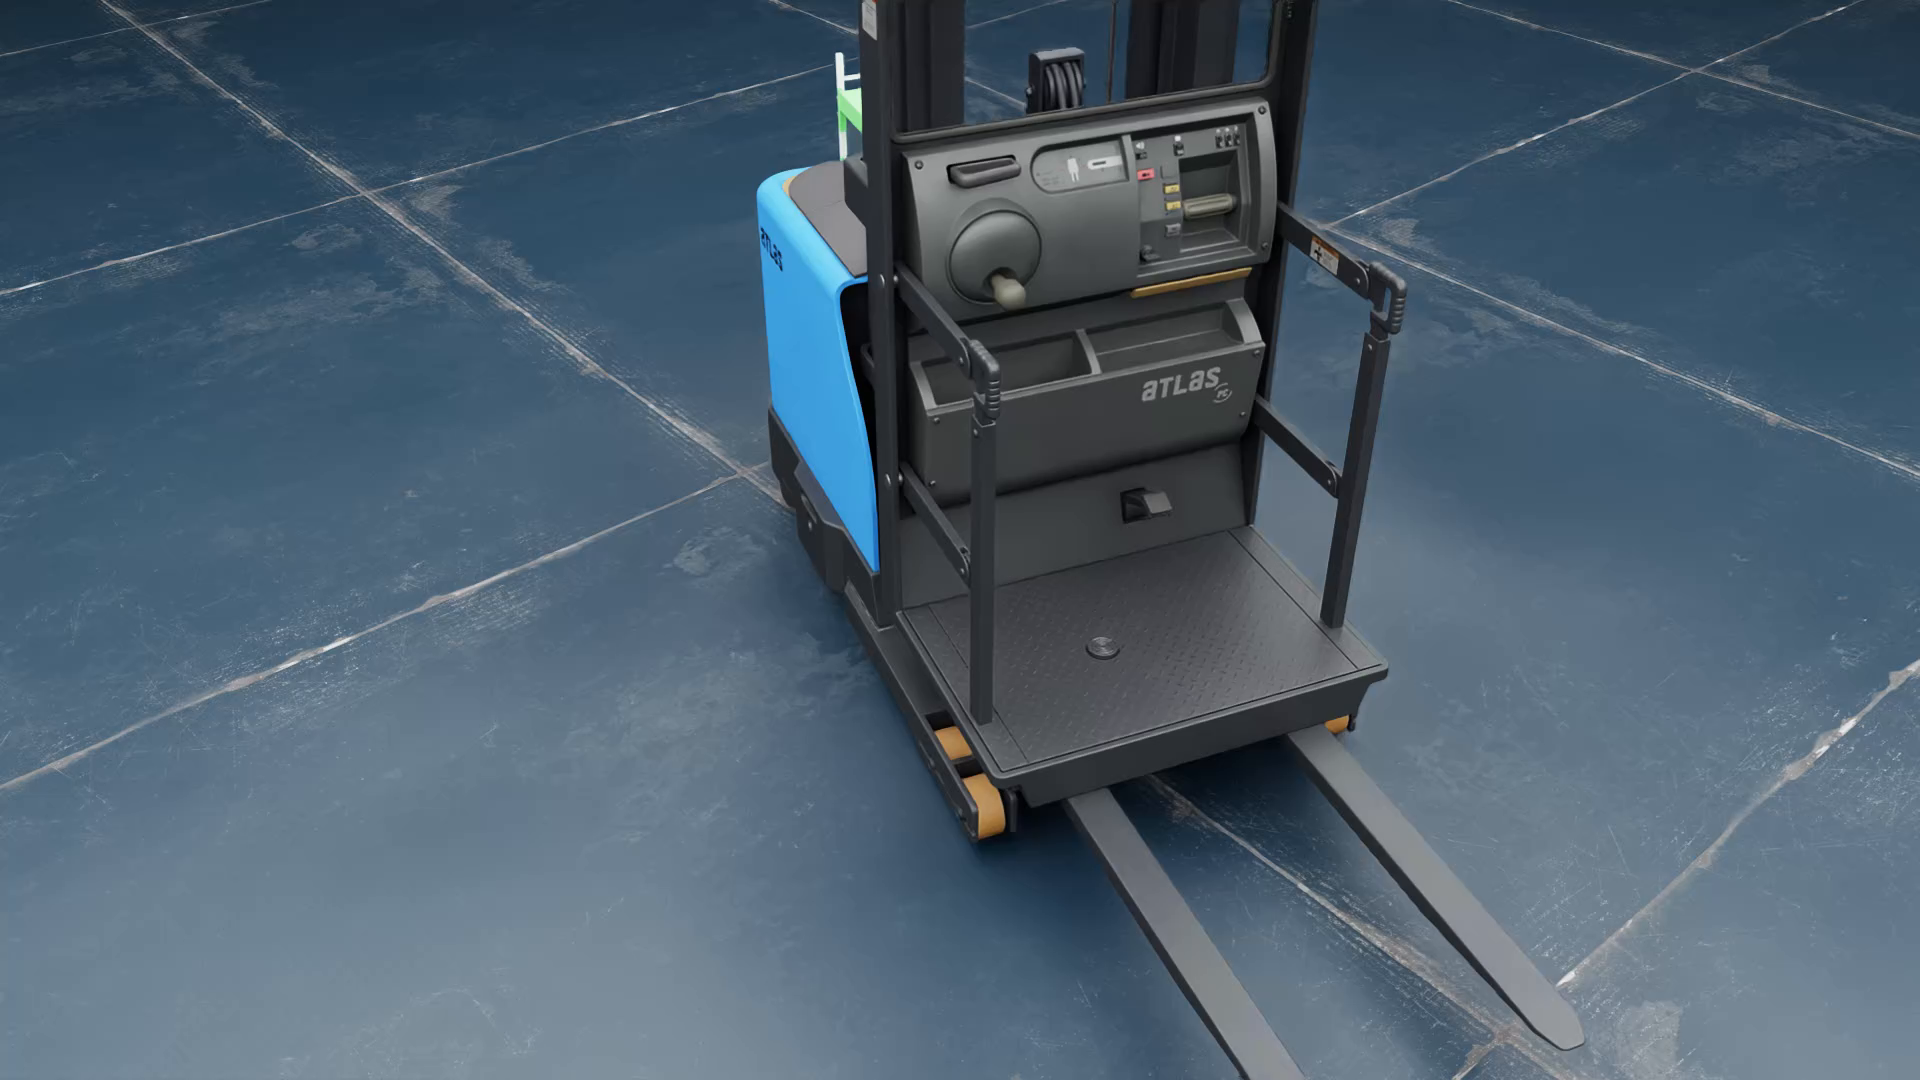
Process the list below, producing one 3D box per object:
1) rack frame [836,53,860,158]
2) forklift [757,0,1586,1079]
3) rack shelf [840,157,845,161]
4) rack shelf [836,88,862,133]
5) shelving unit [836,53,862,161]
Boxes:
[{"bbox_3d":[-0.291,-1.114,5.785,0.240,1.200,0.015,-13,37,-18],"label":"rack frame"},{"bbox_3d":[0.407,-0.722,3.734,1.130,2.935,3.031,-13,37,-18],"label":"forklift"},{"bbox_3d":[-0.198,-1.128,5.499,0.258,0.148,0.480,-13,37,-18],"label":"rack shelf"},{"bbox_3d":[-0.198,-1.323,5.361,0.258,0.148,0.480,-13,37,-18],"label":"rack shelf"},{"bbox_3d":[-0.198,-0.984,5.601,0.258,1.200,0.503,-13,37,-18],"label":"shelving unit"}]
